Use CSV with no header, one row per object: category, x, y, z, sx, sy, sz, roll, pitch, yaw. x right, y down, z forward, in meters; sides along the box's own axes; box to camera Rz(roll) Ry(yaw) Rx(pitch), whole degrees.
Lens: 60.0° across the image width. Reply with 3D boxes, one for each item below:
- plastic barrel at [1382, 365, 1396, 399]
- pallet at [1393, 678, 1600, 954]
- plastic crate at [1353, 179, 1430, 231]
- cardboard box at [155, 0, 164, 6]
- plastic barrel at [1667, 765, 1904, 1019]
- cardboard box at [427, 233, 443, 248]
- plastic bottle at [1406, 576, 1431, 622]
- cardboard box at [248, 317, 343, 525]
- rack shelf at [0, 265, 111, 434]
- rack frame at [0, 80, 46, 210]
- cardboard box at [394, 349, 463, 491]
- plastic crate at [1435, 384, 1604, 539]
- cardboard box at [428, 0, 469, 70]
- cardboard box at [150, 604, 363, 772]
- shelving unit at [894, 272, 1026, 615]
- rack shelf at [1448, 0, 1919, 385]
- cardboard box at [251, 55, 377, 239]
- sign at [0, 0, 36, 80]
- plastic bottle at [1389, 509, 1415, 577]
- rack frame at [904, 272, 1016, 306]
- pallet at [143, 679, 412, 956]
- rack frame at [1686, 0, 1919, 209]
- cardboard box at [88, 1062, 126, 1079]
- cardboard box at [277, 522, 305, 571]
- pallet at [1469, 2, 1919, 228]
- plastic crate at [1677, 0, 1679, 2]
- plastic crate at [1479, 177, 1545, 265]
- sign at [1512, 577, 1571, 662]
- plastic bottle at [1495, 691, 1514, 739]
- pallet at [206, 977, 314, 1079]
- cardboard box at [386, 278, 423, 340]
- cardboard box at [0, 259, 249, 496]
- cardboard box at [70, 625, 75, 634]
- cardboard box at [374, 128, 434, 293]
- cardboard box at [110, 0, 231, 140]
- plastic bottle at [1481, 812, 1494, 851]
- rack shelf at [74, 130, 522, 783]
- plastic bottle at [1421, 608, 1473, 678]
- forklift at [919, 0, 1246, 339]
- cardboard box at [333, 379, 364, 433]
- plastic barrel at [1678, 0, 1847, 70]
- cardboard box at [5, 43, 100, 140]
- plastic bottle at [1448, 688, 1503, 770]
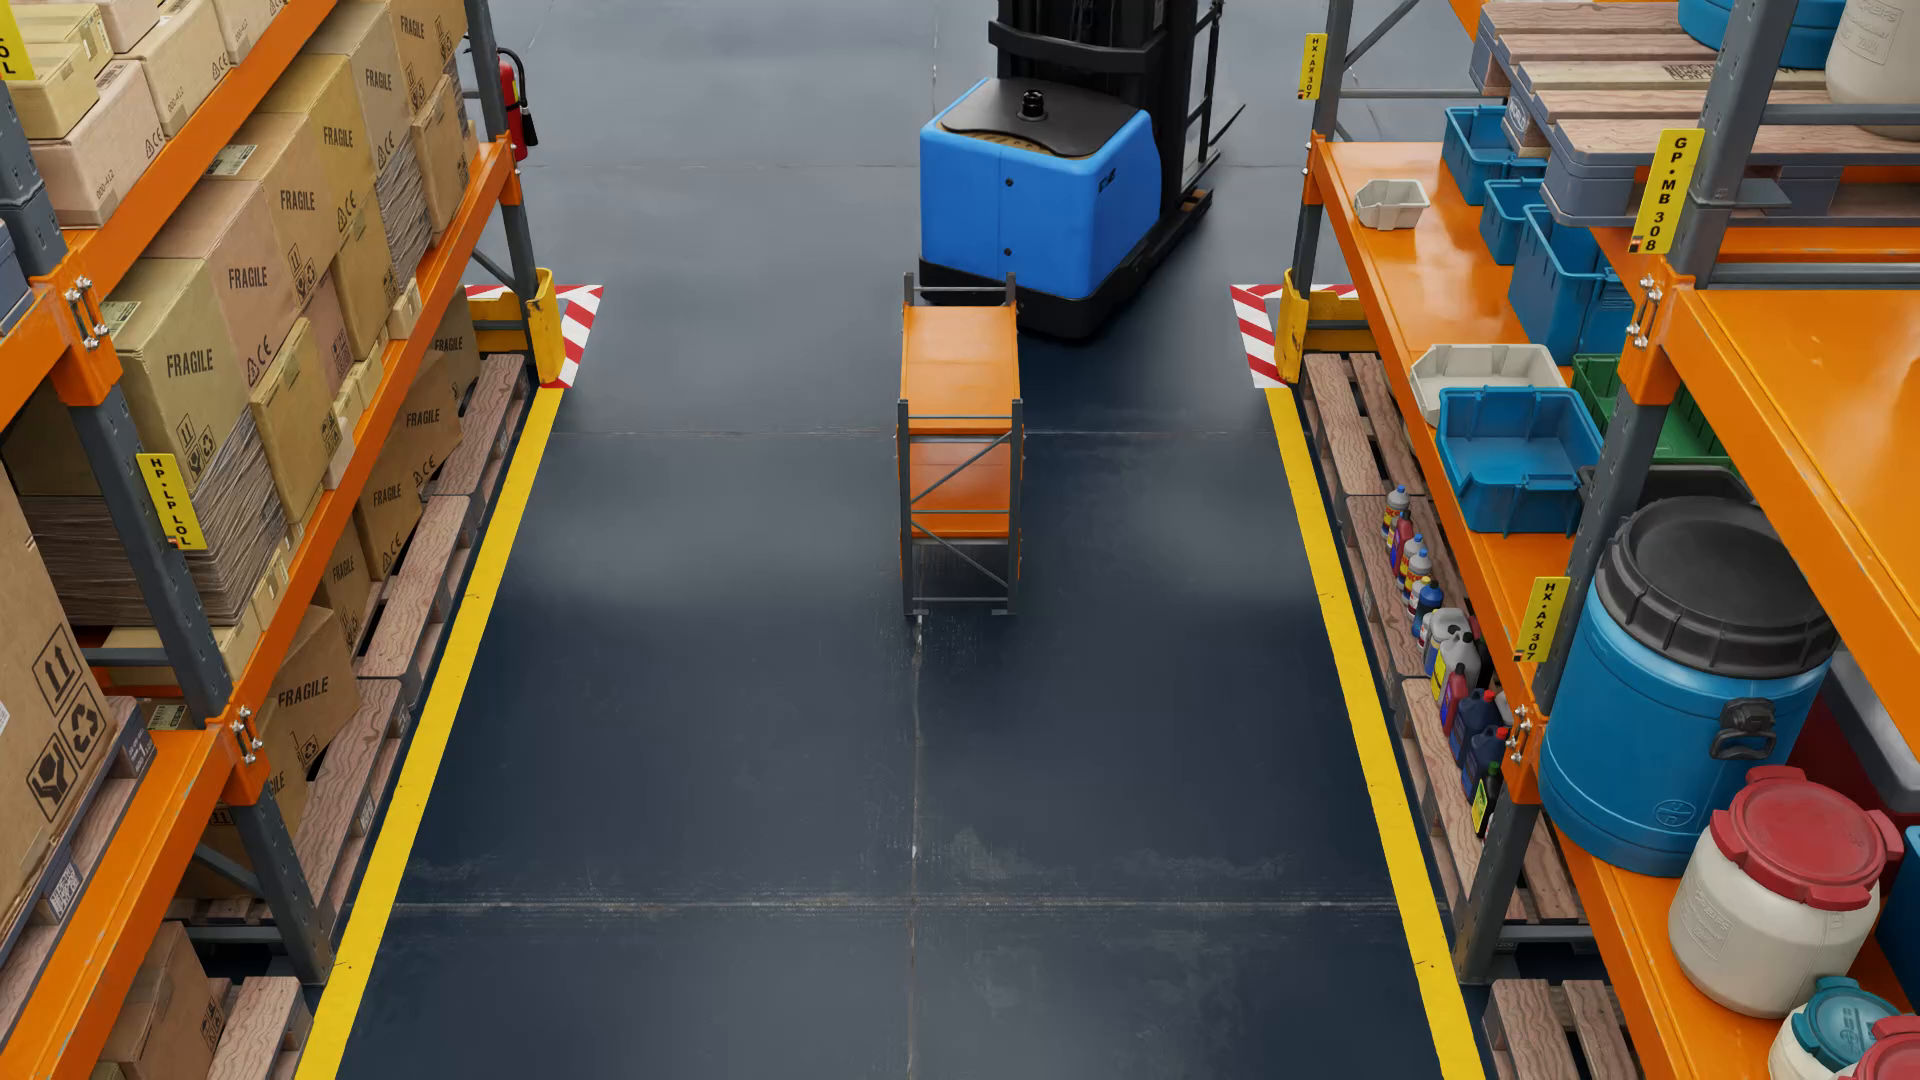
plastic barrel,2.313,-0.935,8.171,0.421,0.512,0.421,0,39,0
pallet,2.282,1.016,6.313,1.003,0.211,1.213,0,39,0
plastic crate,1.915,-1.490,7.422,0.298,0.136,0.250,0,39,0
cardboard box,-2.495,-1.609,4.762,0.380,0.149,0.250,1,39,1
plastic barrel,2.022,0.894,4.127,0.433,0.535,0.433,0,39,0
cardboard box,-2.474,-1.404,7.305,0.380,0.149,0.250,0,39,0
plastic bottle,1.927,0.240,6.938,0.097,0.201,0.097,0,39,0
cardboard box,-2.616,-0.397,5.529,0.875,0.500,0.500,0,39,0
rack shelf,-2.710,0.713,2.639,1.077,0.370,4.000,0,39,0
rack frame,-2.712,-1.989,3.036,1.000,3.000,0.127,0,39,0
cardboard box,-2.698,-0.574,7.730,0.500,0.500,0.500,10,40,12
plastic crate,1.968,-0.286,5.827,0.499,0.251,0.616,0,39,0
cardboard box,-2.469,-2.351,7.168,0.500,0.500,0.500,0,39,0
cardboard box,-2.681,0.555,6.322,0.500,0.500,0.500,12,40,14
shelving unit,0.000,-0.435,7.393,0.538,1.125,1.048,0,39,0
rack shelf,2.238,-1.792,5.764,1.077,0.370,4.000,0,39,0
cardboard box,-2.472,-1.413,5.997,0.500,0.500,0.500,0,39,0
sign,-2.157,-1.177,3.693,0.100,0.325,0.005,0,39,0
plastic bottle,1.908,0.011,7.158,0.061,0.283,0.133,1,39,1
rack frame,-0.001,-0.753,7.790,0.500,1.125,0.032,0,39,0
pallet,-2.748,1.020,6.308,1.003,0.211,1.213,0,39,0
rack frame,2.241,-1.993,3.041,1.000,3.000,0.127,0,39,0
cardboard box,-2.751,1.838,4.705,0.700,0.500,0.500,0,39,0
cardboard box,-2.427,0.003,5.549,0.380,0.149,0.250,0,39,0
pallet,2.142,-1.200,4.601,1.213,0.211,1.003,0,39,0
plastic crate,2.511,-1.726,5.276,0.336,0.188,0.450,0,39,0
plastic crate,2.531,-1.376,7.188,0.499,0.251,0.408,0,39,0
sign,1.690,0.234,4.838,0.100,0.325,0.005,0,39,0
plastic bottle,2.100,0.701,6.303,0.152,0.276,0.135,0,39,0
pallet,-2.710,1.927,5.177,1.003,0.211,1.213,0,39,0
cardboard box,-2.403,-0.935,6.720,0.380,0.149,0.250,0,39,0
cardboard box,-2.459,-0.475,4.827,0.500,0.500,0.500,0,39,0
cardboard box,-3.007,0.316,5.158,0.380,0.149,0.250,0,39,0
cardboard box,-2.666,-1.335,6.700,0.875,0.500,0.500,0,39,0
cardboard box,-2.462,-1.373,4.785,0.500,0.250,0.500,0,39,0
plastic bottle,1.929,1.042,5.937,0.097,0.201,0.097,0,39,0
rack shelf,-2.715,-0.618,6.698,1.077,0.370,4.000,0,39,0
plastic bottle,1.955,0.413,6.662,0.152,0.276,0.135,1,39,1
forklift,0.899,-3.143,9.329,1.130,2.935,3.031,18,42,21
cardboard box,-2.438,-0.466,6.134,0.380,0.149,0.250,0,39,0
plastic barrel,2.347,-1.804,4.467,0.600,0.901,0.708,0,39,0
cardboard box,-2.405,-1.119,4.150,0.380,0.149,0.250,-1,39,-1
plastic bottle,1.951,0.688,6.260,0.144,0.351,0.185,-2,39,-2
